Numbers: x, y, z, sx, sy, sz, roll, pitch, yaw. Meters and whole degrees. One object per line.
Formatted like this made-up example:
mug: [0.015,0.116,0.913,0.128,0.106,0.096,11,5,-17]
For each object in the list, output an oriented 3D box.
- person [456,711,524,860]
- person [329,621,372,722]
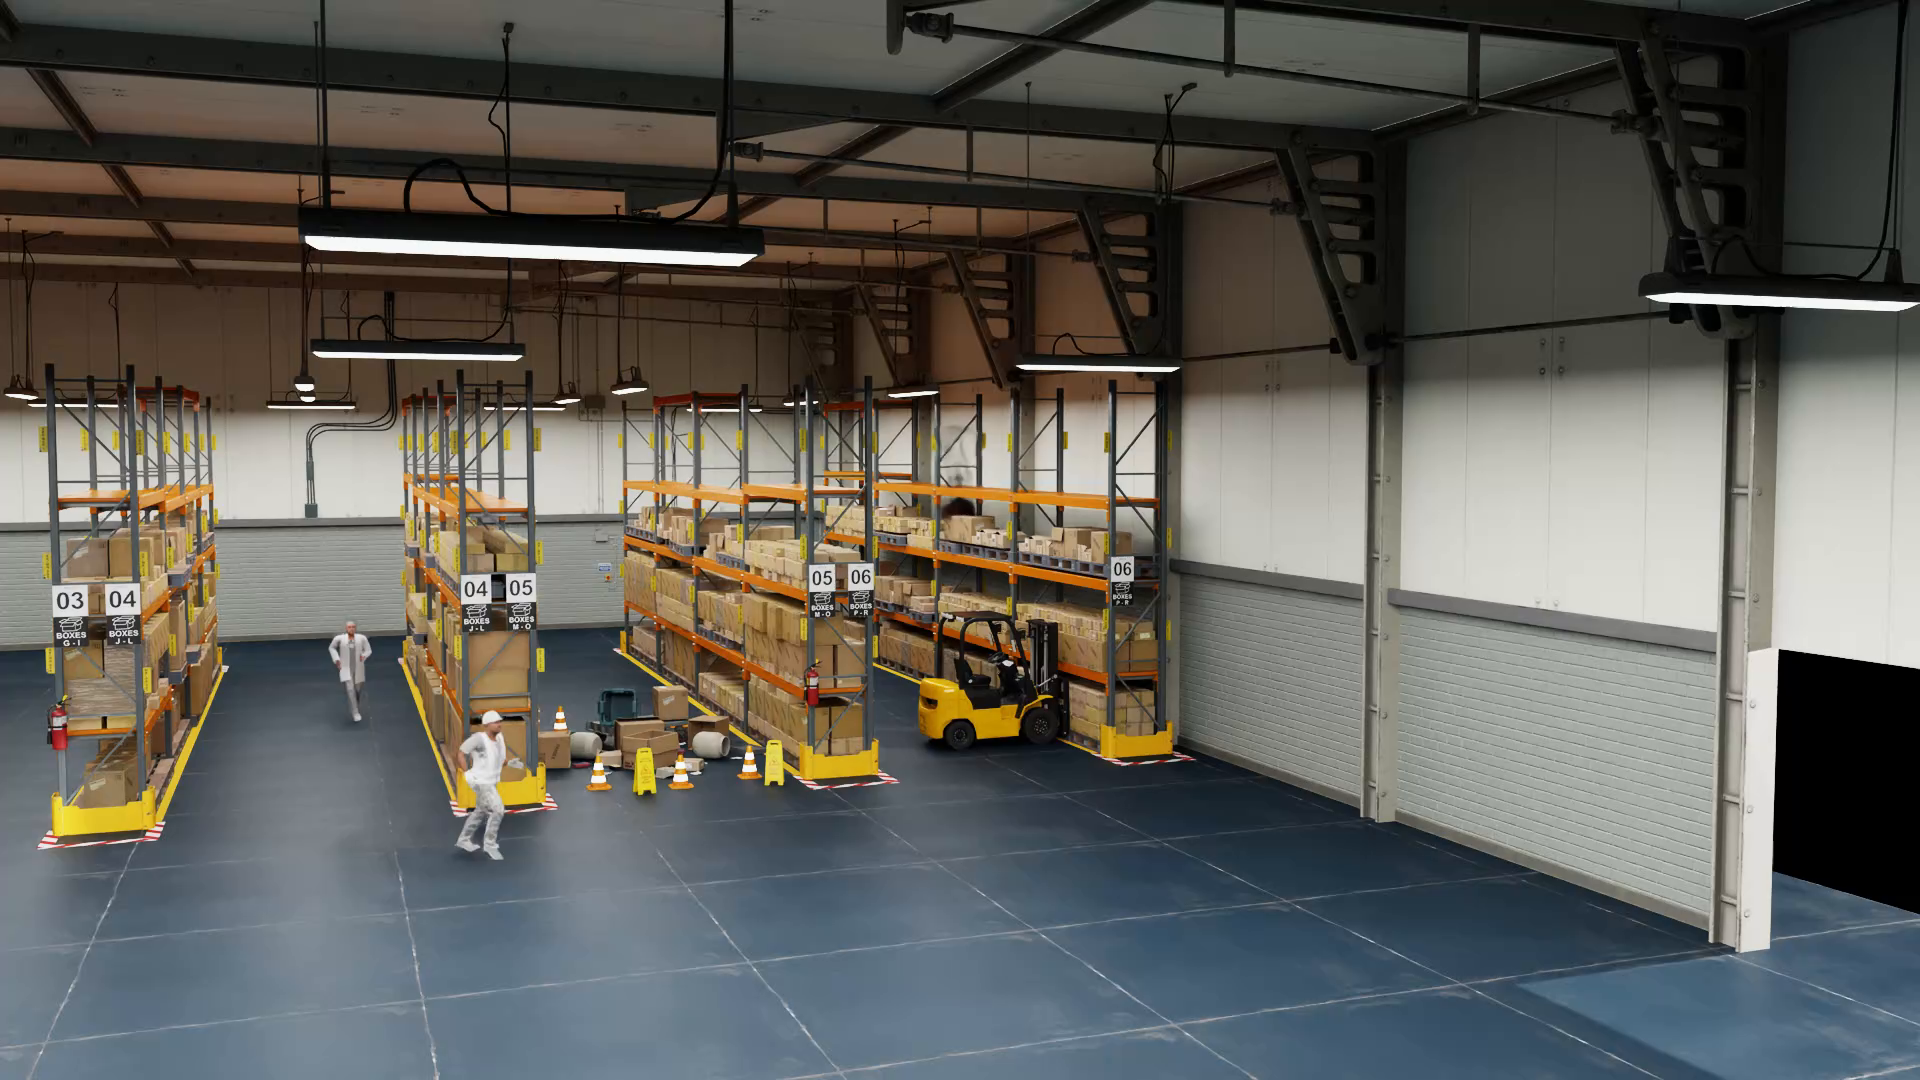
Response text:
person: [-5.715,2.965,20.071,0.871,1.827,0.610,1,3,10]
person: [-11.022,2.352,30.114,0.719,1.778,0.881,-2,4,-27]
